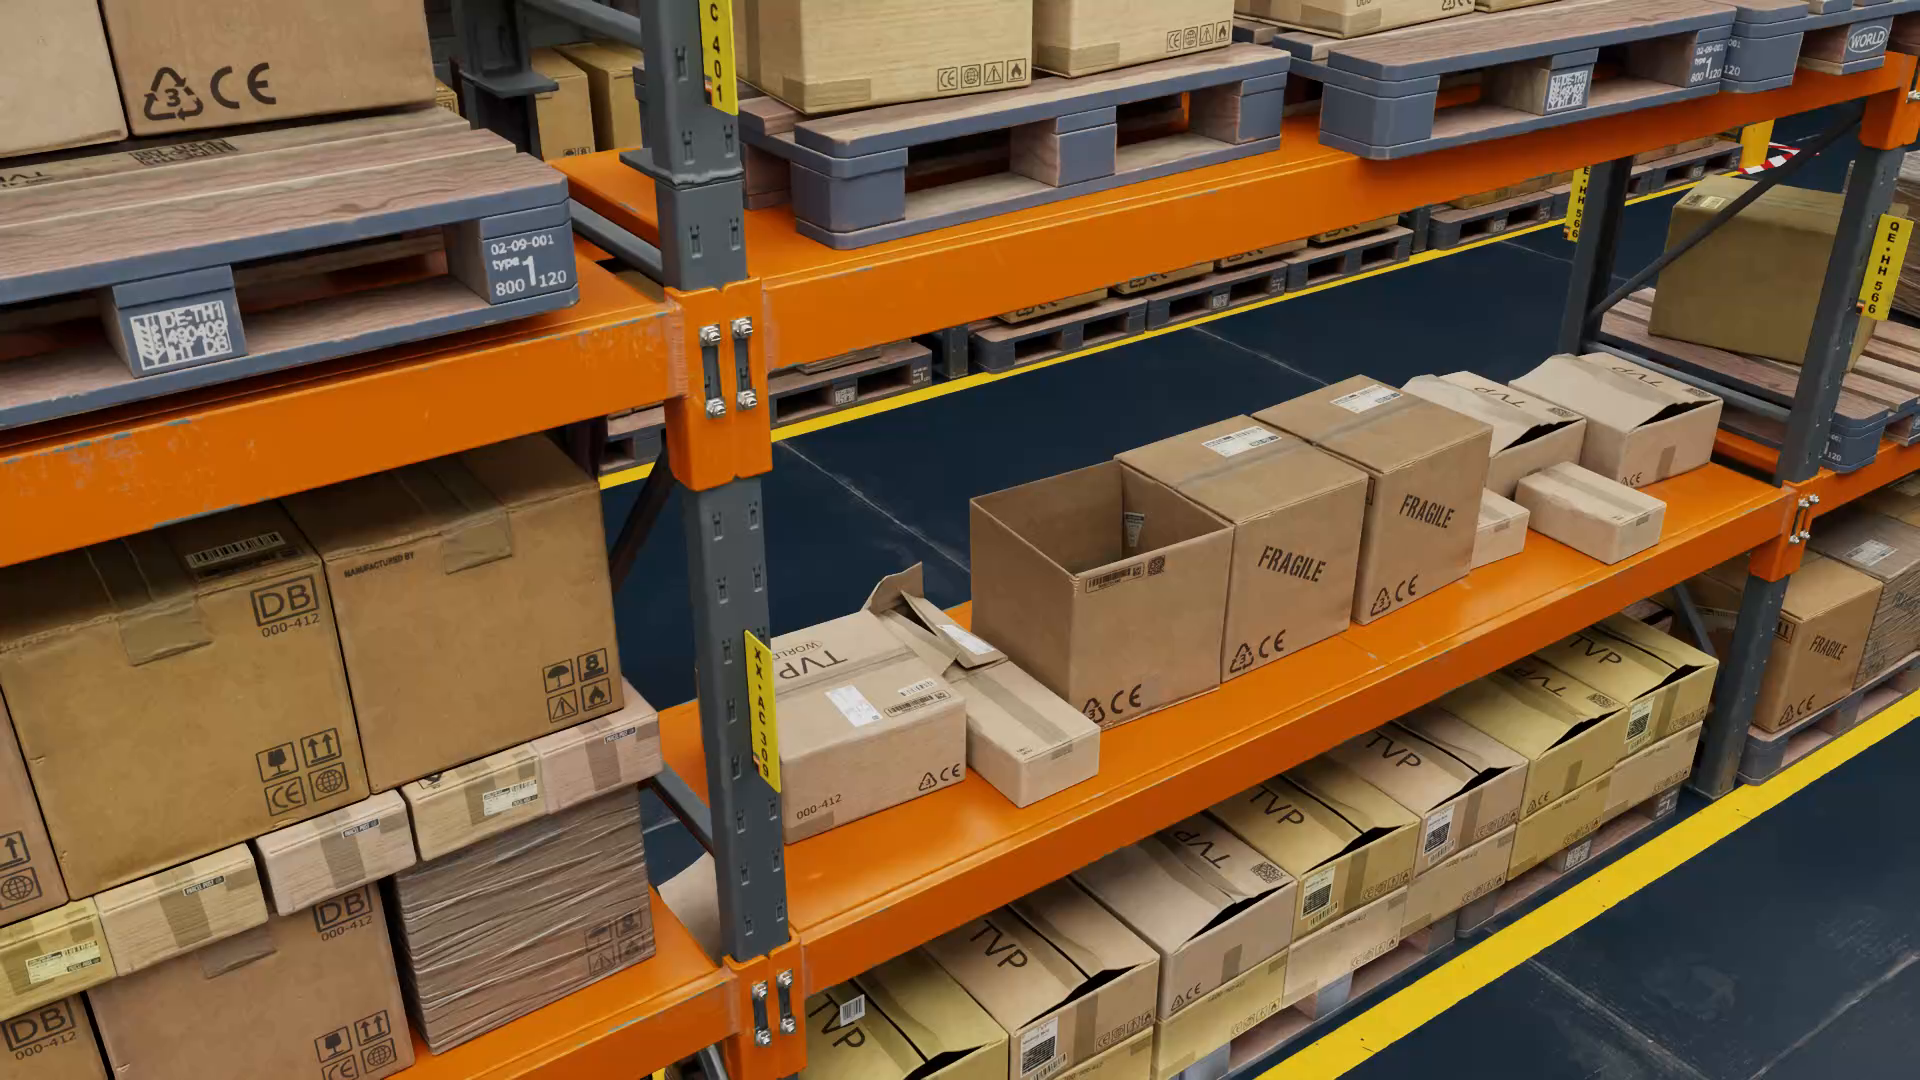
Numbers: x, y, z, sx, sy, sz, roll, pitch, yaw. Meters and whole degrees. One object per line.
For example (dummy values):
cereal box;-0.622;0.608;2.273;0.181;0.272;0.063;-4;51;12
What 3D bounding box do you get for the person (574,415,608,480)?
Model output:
person;-1.599;-0.052;6.257;0.505;1.830;0.623;12;30;21
